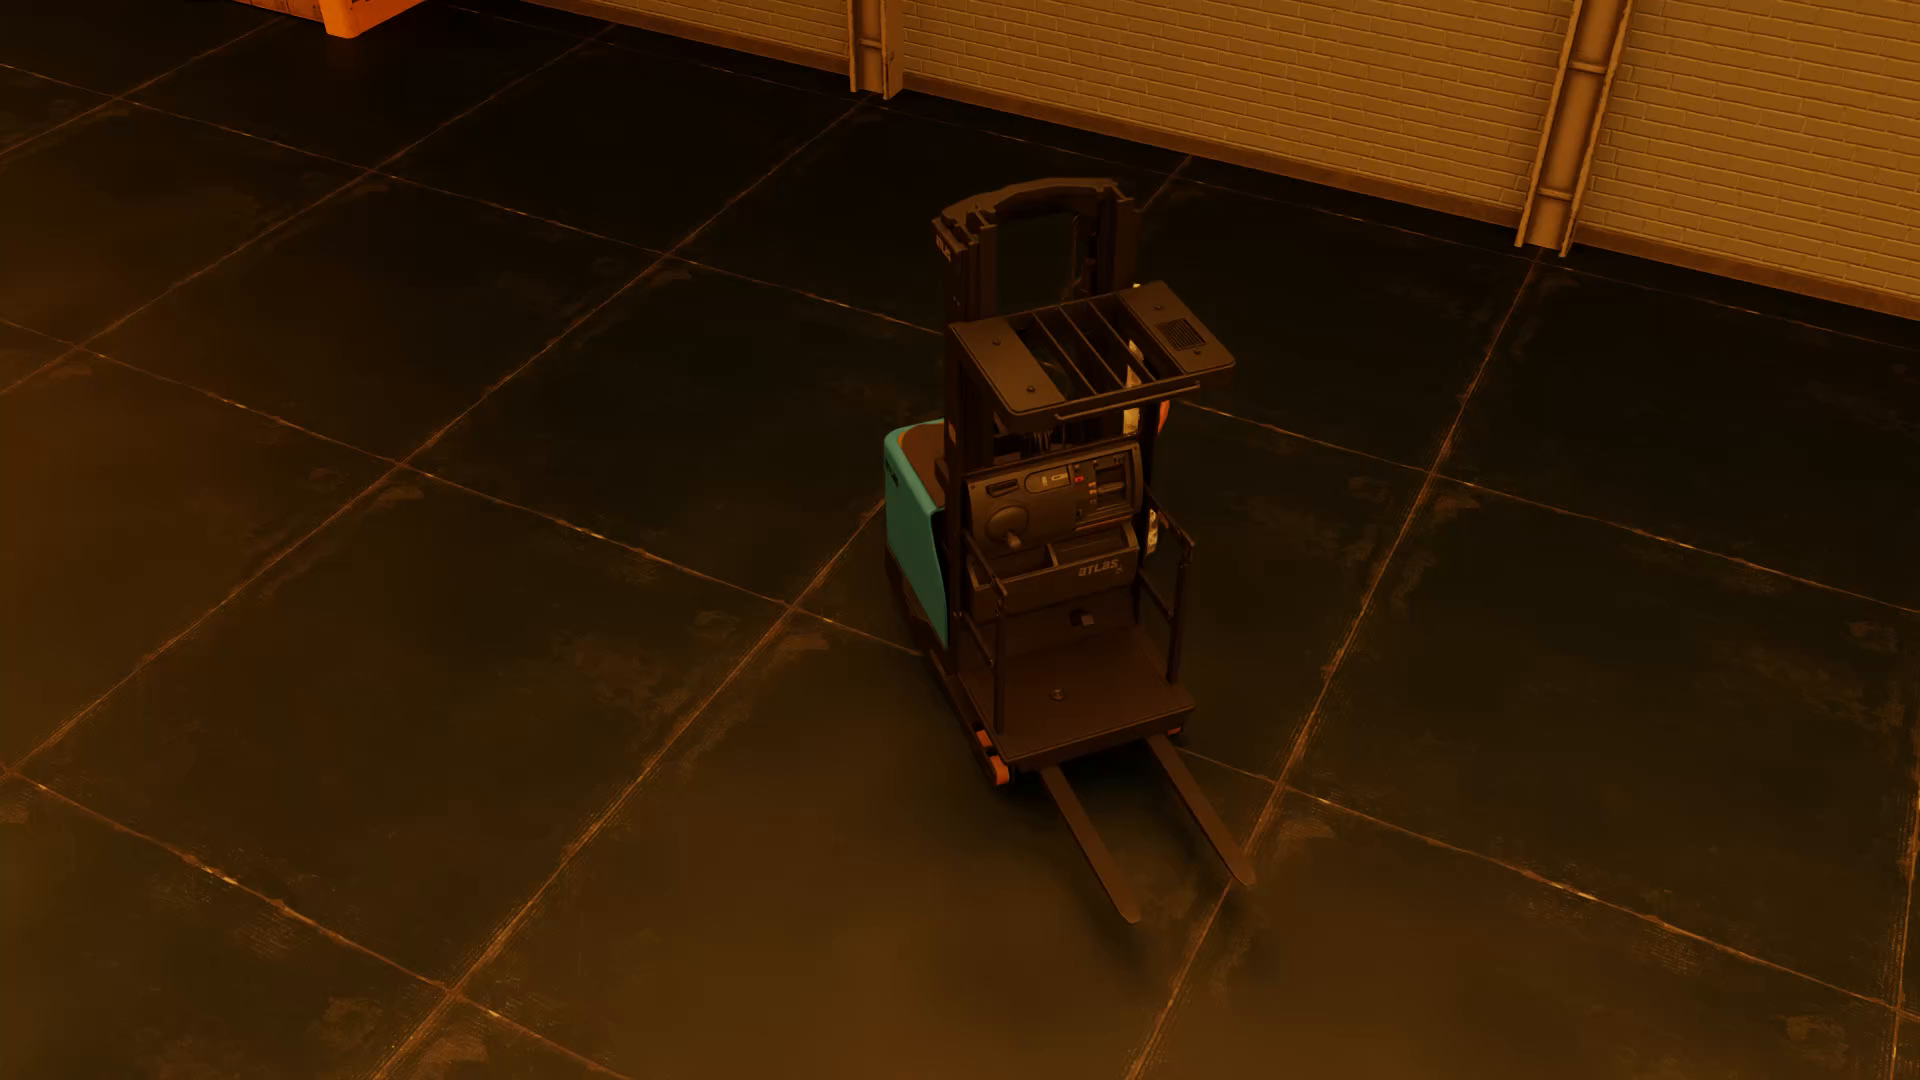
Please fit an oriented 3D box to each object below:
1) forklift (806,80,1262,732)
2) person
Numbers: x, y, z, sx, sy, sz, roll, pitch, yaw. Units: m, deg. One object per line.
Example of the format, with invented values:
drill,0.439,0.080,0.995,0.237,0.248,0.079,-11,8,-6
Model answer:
forklift,0.410,-0.825,8.966,1.130,2.935,3.031,-29,48,-30
person,2.920,-1.680,10.945,0.776,1.727,0.576,-33,50,-33
